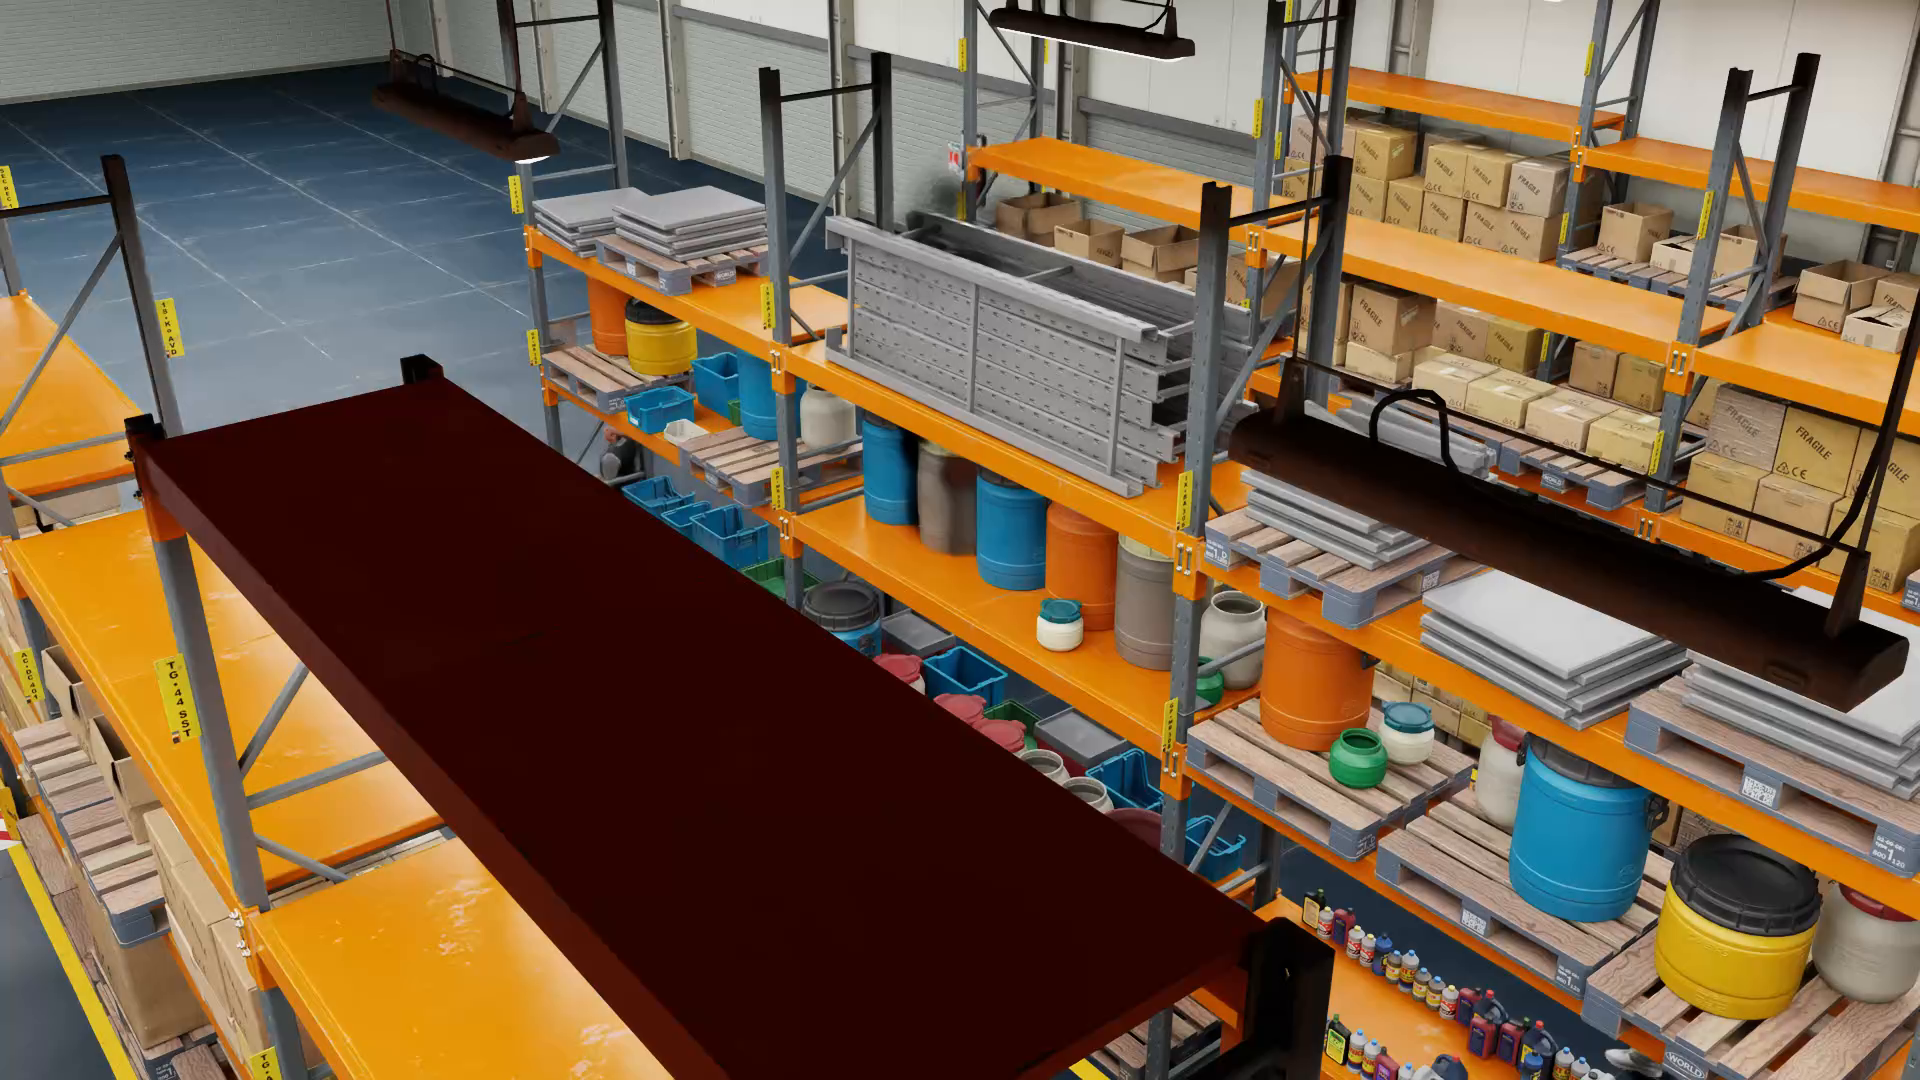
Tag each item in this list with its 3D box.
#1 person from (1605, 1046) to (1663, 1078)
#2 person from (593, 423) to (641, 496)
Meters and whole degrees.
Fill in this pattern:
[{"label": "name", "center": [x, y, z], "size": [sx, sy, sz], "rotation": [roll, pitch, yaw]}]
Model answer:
[{"label": "person", "center": [4.667, 2.780, 10.507], "size": [0.898, 1.789, 0.736], "rotation": [23, 34, 39]}, {"label": "person", "center": [-3.588, -0.510, 17.382], "size": [0.637, 1.654, 0.652], "rotation": [3, 26, 7]}]
